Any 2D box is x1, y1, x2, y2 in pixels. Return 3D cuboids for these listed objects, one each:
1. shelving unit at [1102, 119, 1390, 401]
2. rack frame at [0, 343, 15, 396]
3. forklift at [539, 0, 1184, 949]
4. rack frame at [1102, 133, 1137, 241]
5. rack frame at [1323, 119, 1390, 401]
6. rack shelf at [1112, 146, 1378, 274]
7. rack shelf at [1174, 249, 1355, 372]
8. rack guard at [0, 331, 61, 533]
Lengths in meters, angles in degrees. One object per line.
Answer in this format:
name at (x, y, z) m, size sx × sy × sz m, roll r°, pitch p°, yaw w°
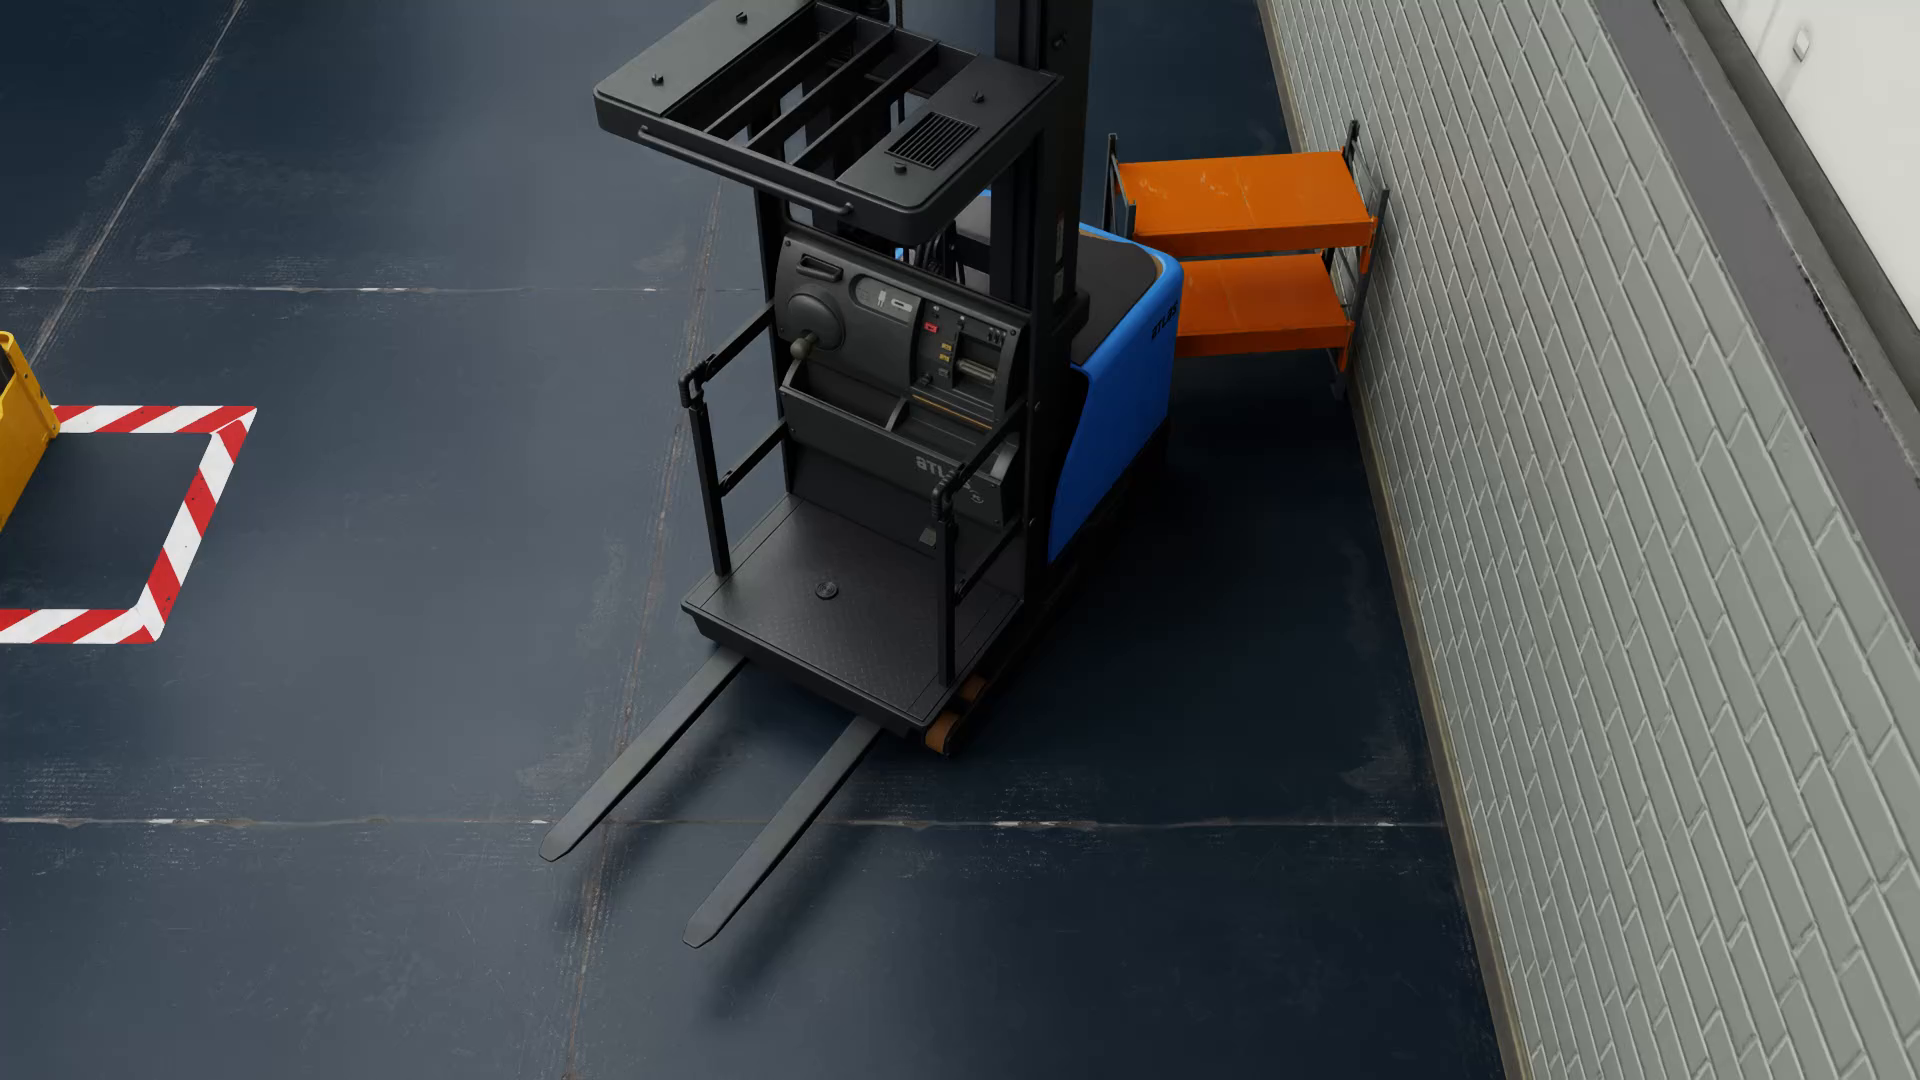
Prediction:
shelving unit at (1.159, -1.148, 7.131) m, size 1.048 × 1.125 × 0.538 m, roll -4°, pitch 47°, yaw -4°
rack frame at (-4.039, -1.127, 5.831) m, size 0.127 × 3.000 × 1.000 m, roll 0°, pitch 47°, yaw 0°
forklift at (-0.328, -0.611, 5.397) m, size 1.130 × 2.935 × 3.031 m, roll 24°, pitch 52°, yaw 21°
rack frame at (0.653, -1.111, 7.096) m, size 0.032 × 1.125 × 0.500 m, roll -4°, pitch 47°, yaw -4°
rack frame at (1.665, -1.185, 7.165) m, size 0.032 × 1.125 × 0.500 m, roll -4°, pitch 47°, yaw -4°
rack shelf at (1.159, -1.347, 6.916) m, size 1.000 × 0.278 × 0.538 m, roll -4°, pitch 47°, yaw -4°
rack shelf at (1.159, -0.981, 7.310) m, size 1.000 × 0.278 × 0.538 m, roll -4°, pitch 47°, yaw -4°
rack guard at (-4.115, -0.276, 6.746) m, size 0.348 × 0.500 × 1.175 m, roll 0°, pitch 47°, yaw 0°
